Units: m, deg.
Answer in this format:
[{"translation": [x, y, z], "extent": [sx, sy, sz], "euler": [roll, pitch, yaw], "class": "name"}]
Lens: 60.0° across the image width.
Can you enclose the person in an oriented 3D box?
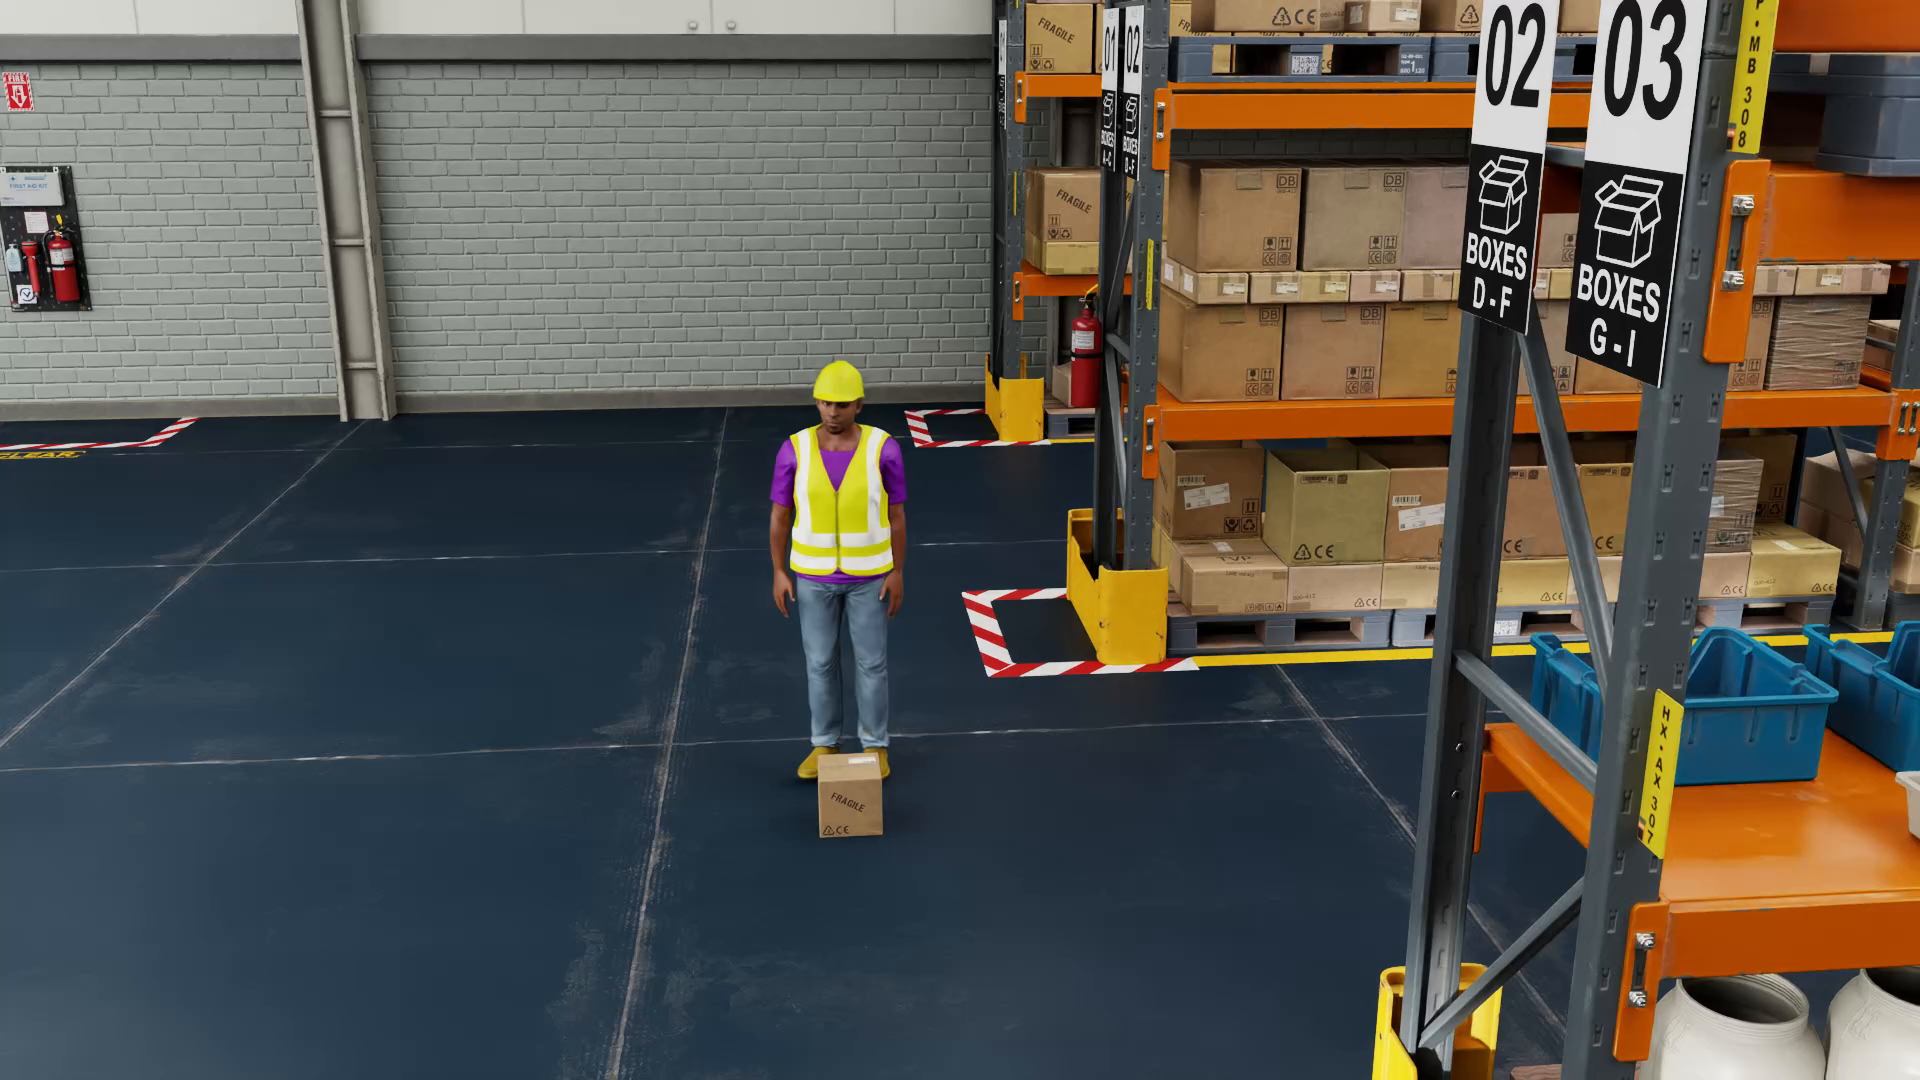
[{"translation": [-0.510, 0.137, 6.954], "extent": [0.575, 1.768, 0.380], "euler": [0, 17, 0], "class": "person"}]
